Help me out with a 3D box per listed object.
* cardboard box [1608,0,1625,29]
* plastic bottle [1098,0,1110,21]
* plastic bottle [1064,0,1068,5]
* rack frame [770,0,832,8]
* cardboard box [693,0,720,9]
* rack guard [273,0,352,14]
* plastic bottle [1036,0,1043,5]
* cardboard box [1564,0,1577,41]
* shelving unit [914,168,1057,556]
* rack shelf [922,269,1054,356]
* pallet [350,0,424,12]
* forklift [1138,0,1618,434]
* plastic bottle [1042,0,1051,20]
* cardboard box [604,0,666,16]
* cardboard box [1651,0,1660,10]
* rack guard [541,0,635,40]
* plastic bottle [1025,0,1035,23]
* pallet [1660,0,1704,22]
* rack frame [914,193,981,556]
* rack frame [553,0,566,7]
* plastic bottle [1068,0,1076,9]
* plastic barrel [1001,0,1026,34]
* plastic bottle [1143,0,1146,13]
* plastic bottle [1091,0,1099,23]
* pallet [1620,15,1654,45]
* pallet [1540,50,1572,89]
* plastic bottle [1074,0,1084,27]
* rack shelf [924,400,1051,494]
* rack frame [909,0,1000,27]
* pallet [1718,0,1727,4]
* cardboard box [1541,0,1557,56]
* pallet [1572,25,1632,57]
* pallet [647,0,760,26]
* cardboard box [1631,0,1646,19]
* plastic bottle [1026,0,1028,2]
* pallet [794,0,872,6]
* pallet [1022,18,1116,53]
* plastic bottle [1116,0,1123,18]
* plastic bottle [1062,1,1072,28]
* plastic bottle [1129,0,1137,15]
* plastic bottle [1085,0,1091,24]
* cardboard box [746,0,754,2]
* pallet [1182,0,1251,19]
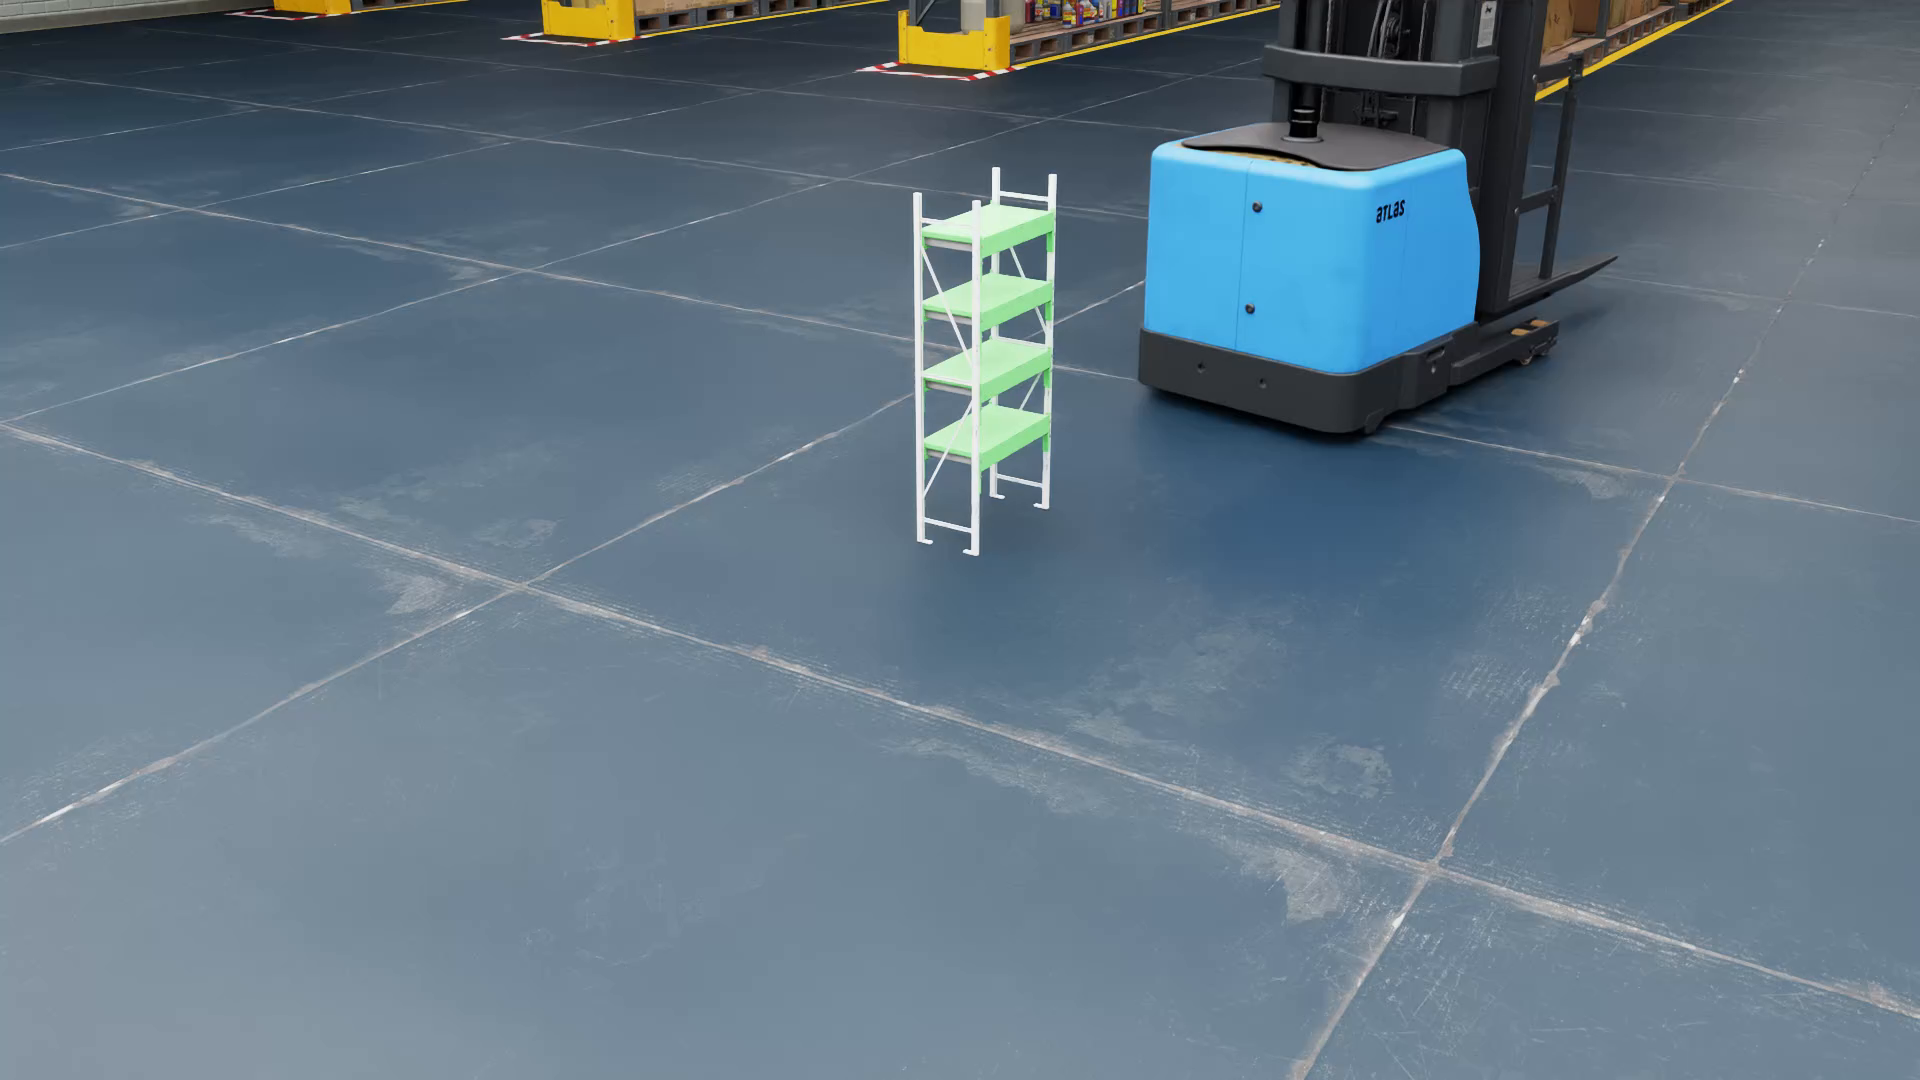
[{"bbox_3d":[6.864,-5.903,18.203,0.700,0.500,0.500,14,27,29],"label":"cardboard box"},{"bbox_3d":[1.590,-5.973,18.646,0.152,0.276,0.135,14,27,30],"label":"plastic bottle"},{"bbox_3d":[1.168,-6.264,19.223,0.144,0.351,0.185,13,26,27],"label":"plastic bottle"},{"bbox_3d":[-2.160,-8.566,21.761,1.000,3.000,0.127,14,27,29],"label":"rack frame"},{"bbox_3d":[-3.274,-6.619,20.197,0.500,0.250,0.500,14,27,29],"label":"cardboard box"},{"bbox_3d":[-8.441,-7.131,21.593,1.175,0.500,0.348,14,27,29],"label":"rack guard"},{"bbox_3d":[0.846,-6.057,18.747,0.144,0.351,0.185,15,28,31],"label":"plastic bottle"},{"bbox_3d":[6.009,-5.407,17.083,0.500,0.500,0.500,13,27,27],"label":"cardboard box"},{"bbox_3d":[0.087,-0.606,5.641,0.258,1.200,0.503,14,27,29],"label":"shelving unit"},{"bbox_3d":[0.087,-0.768,5.571,0.258,0.148,0.480,14,27,29],"label":"rack shelf"},{"bbox_3d":[-7.982,-7.265,22.267,1.003,0.211,1.213,14,27,29],"label":"pallet"},{"bbox_3d":[2.133,-2.264,7.292,1.130,2.935,3.031,20,30,38],"label":"forklift"},{"bbox_3d":[0.971,-5.978,18.752,0.097,0.201,0.097,0,23,0],"label":"plastic bottle"},{"bbox_3d":[-3.798,-6.281,19.416,0.500,0.250,0.500,14,27,29],"label":"cardboard box"},{"bbox_3d":[8.027,-6.663,19.958,0.700,0.500,0.500,12,26,26],"label":"cardboard box"},{"bbox_3d":[-4.283,-6.060,19.120,1.175,0.500,0.348,14,27,29],"label":"rack guard"},{"bbox_3d":[0.779,-5.901,18.470,0.061,0.283,0.133,14,27,29],"label":"plastic bottle"},{"bbox_3d":[8.844,-6.809,21.213,1.003,0.211,1.213,14,27,29],"label":"pallet"},{"bbox_3d":[-0.041,-0.524,5.450,0.240,1.200,0.015,14,27,29],"label":"rack frame"},{"bbox_3d":[-4.270,-7.216,18.642,1.000,3.000,0.127,14,27,29],"label":"rack frame"},{"bbox_3d":[1.294,-6.217,19.215,0.097,0.271,0.097,0,23,0],"label":"plastic bottle"},{"bbox_3d":[0.483,-5.635,17.593,0.421,0.512,0.421,0,23,0],"label":"plastic barrel"},{"bbox_3d":[2.119,-6.256,19.395,0.097,0.201,0.097,0,23,0],"label":"plastic bottle"},{"bbox_3d":[1.498,-5.891,18.462,0.097,0.271,0.097,0,23,0],"label":"plastic bottle"},{"bbox_3d":[7.306,-5.885,19.079,1.003,0.211,1.213,14,27,29],"label":"pallet"},{"bbox_3d":[5.287,-4.561,16.021,1.003,0.211,1.213,14,27,29],"label":"pallet"},{"bbox_3d":[1.292,-5.751,18.124,0.061,0.283,0.133,14,27,30],"label":"plastic bottle"},{"bbox_3d":[0.087,-0.328,5.761,0.258,0.148,0.480,14,27,29],"label":"rack shelf"},{"bbox_3d":[-0.064,-6.176,16.242,1.000,3.000,0.127,14,27,29],"label":"rack frame"},{"bbox_3d":[10.131,-7.633,23.116,1.003,0.211,1.213,14,27,29],"label":"pallet"},{"bbox_3d":[5.452,-4.987,16.111,0.500,0.500,0.500,11,26,24],"label":"cardboard box"},{"bbox_3d":[6.663,-5.472,18.124,1.003,0.211,1.213,14,27,29],"label":"pallet"},{"bbox_3d":[-3.258,-6.613,20.760,1.003,0.211,1.213,14,27,29],"label":"pallet"},{"bbox_3d":[7.452,-6.280,19.074,0.700,0.500,0.500,16,28,33],"label":"cardboard box"},{"bbox_3d":[0.689,-5.919,18.523,0.152,0.276,0.135,14,27,29],"label":"plastic bottle"},{"bbox_3d":[-1.805,-7.543,22.908,1.003,0.211,1.213,14,27,29],"label":"pallet"},{"bbox_3d":[1.014,-5.615,18.456,1.003,0.211,1.213,14,27,29],"label":"pallet"},{"bbox_3d":[1.799,-6.076,18.874,0.061,0.283,0.133,16,28,32],"label":"plastic bottle"},{"bbox_3d":[1.157,-5.673,17.959,0.097,0.271,0.097,0,23,0],"label":"plastic bottle"},{"bbox_3d":[1.951,-6.235,19.157,0.144,0.351,0.185,13,27,28],"label":"plastic bottle"},{"bbox_3d":[1.391,-5.822,18.304,0.097,0.271,0.097,0,23,0],"label":"plastic bottle"},{"bbox_3d":[-2.743,-6.956,20.974,0.500,0.250,0.500,14,27,29],"label":"cardboard box"},{"bbox_3d":[3.070,-6.933,21.500,1.003,0.211,1.213,14,27,29],"label":"pallet"}]
